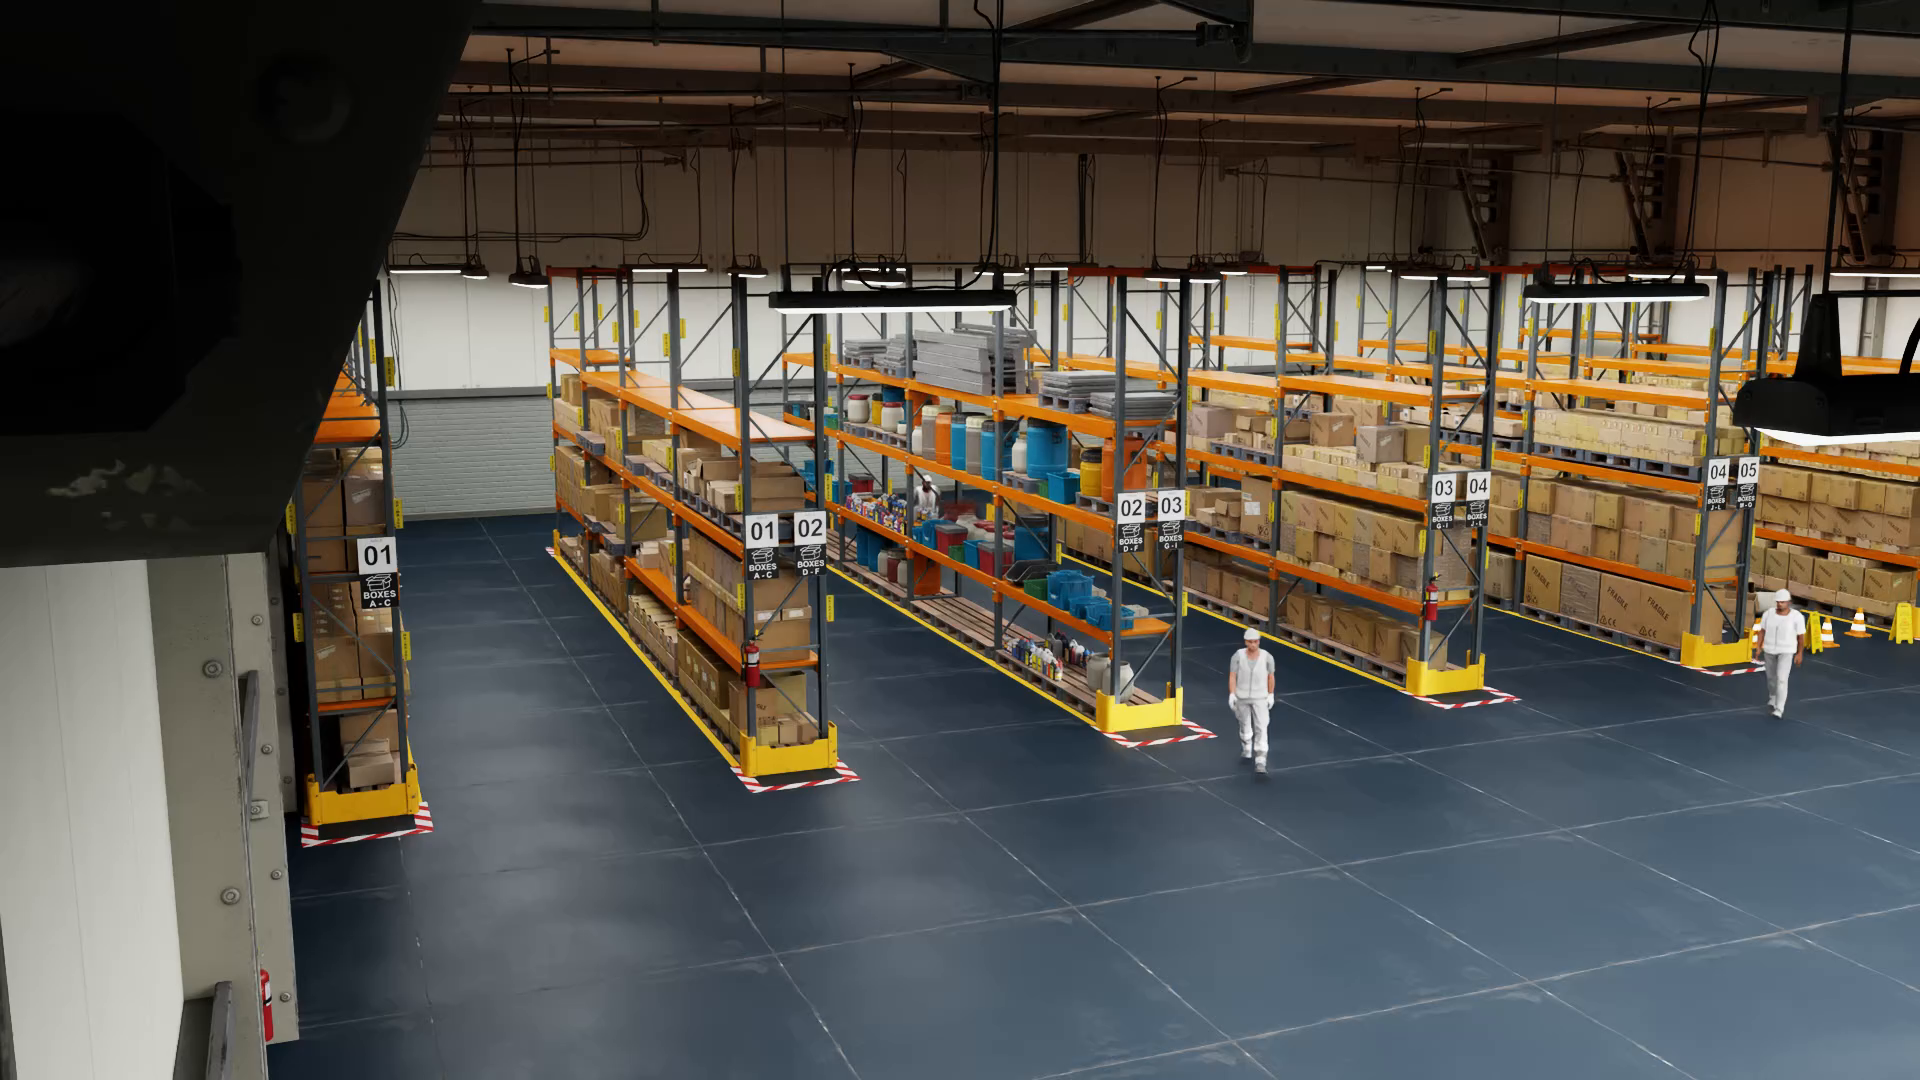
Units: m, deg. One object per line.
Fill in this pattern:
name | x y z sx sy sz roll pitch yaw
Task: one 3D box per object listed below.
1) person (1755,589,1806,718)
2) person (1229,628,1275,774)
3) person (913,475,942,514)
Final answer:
person | 11.263 1.536 22.882 0.901 1.748 0.570 -9 13 -41
person | 3.568 1.935 20.399 0.549 1.723 1.064 3 10 17
person | -0.721 -0.560 35.038 0.715 1.676 0.684 -2 10 -14
